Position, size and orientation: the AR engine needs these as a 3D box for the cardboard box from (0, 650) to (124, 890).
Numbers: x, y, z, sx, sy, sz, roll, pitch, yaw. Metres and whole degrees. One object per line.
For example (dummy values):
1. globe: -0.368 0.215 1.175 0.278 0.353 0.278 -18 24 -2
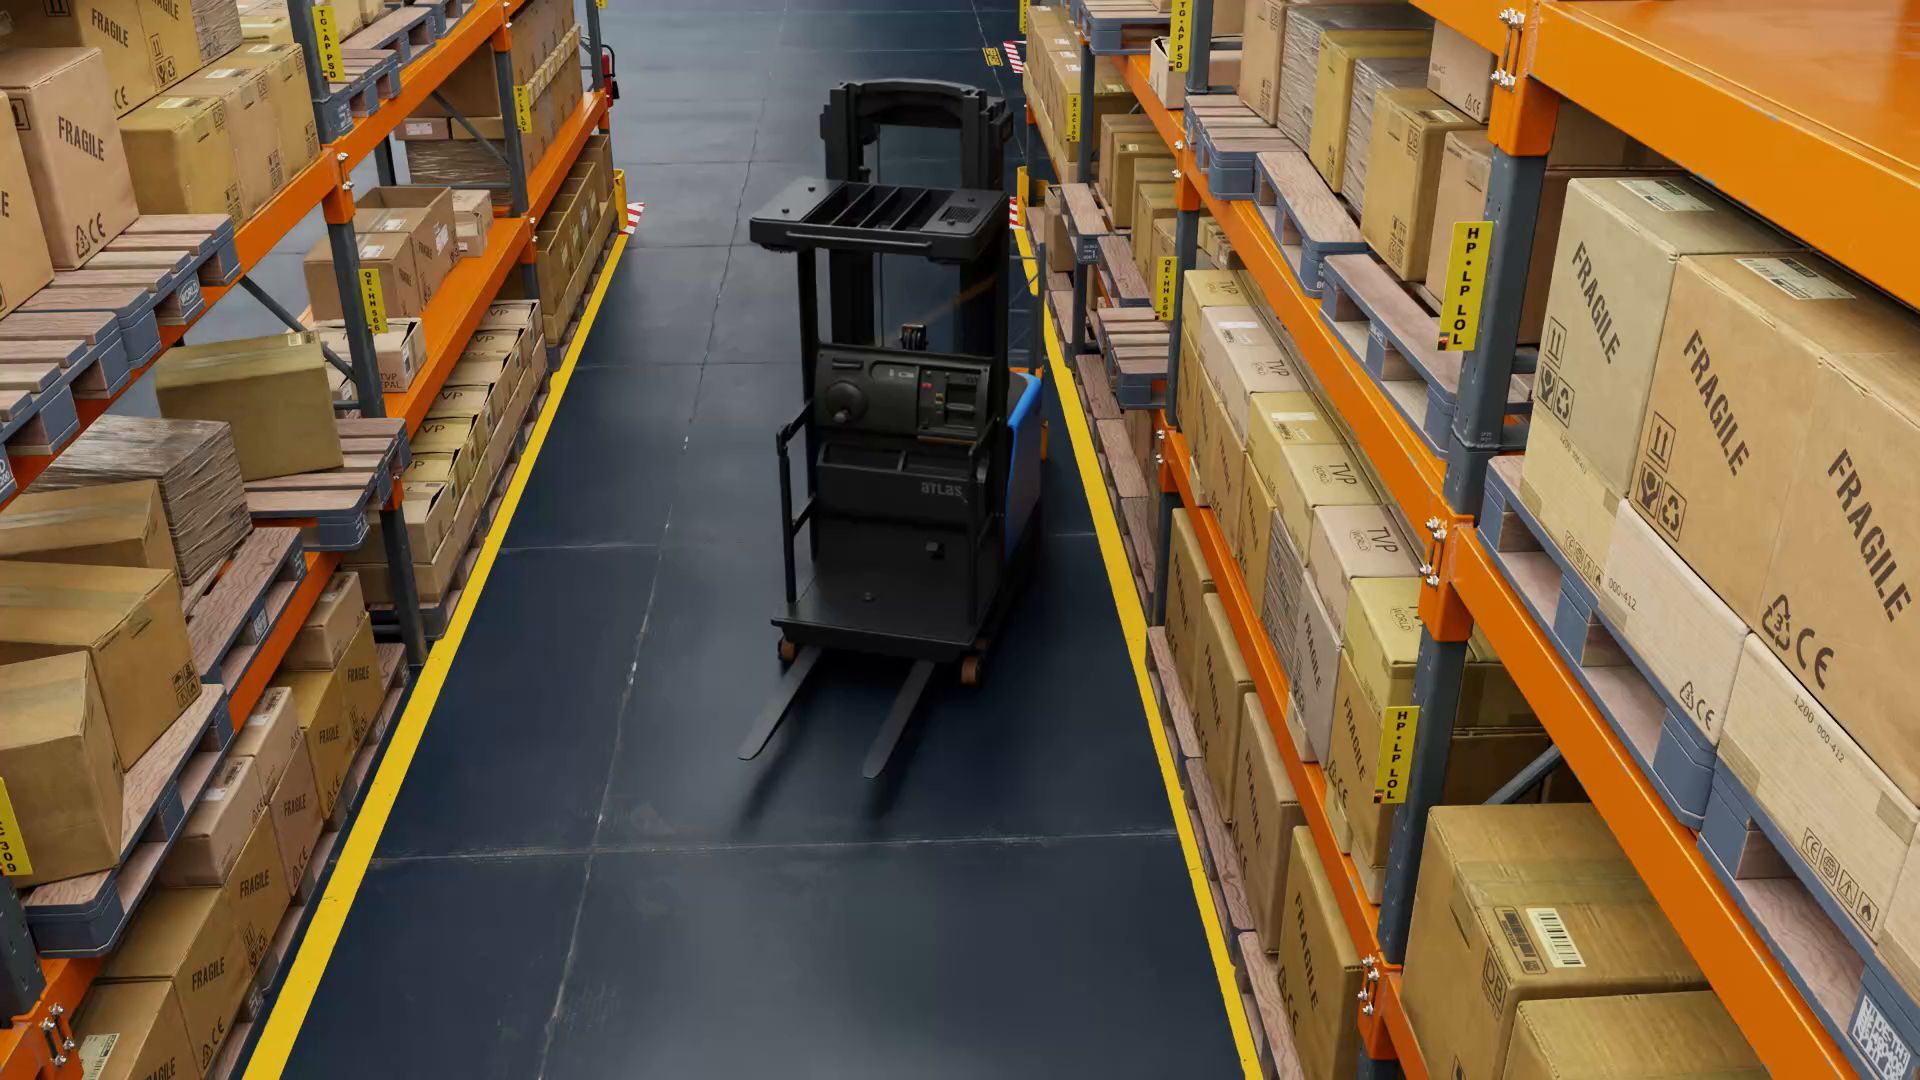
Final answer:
1. cardboard box: -2.978 0.734 5.037 0.700 0.500 0.500 -11 29 -20

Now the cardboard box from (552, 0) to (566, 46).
1. cardboard box: -3.756 -4.490 14.104 0.700 0.500 0.500 -2 28 -4

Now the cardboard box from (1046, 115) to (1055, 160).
1. cardboard box: 0.966 -3.243 13.365 0.500 0.250 0.500 -2 28 -3

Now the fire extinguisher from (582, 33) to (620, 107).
1. fire extinguisher: -3.345 -4.385 15.497 0.296 0.674 0.183 -1 28 -3

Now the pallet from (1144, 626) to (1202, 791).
1. pallet: 1.527 0.822 8.445 1.003 0.211 1.213 -1 28 -3

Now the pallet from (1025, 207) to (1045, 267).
1. pallet: 1.155 -2.827 15.442 1.003 0.211 1.213 -1 28 -3

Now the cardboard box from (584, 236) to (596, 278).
1. cardboard box: -3.390 -2.387 14.103 0.500 0.250 0.500 -1 28 -3

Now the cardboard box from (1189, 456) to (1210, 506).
1. cardboard box: 1.281 -0.279 7.790 0.380 0.149 0.250 -1 28 -1

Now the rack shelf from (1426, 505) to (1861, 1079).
1. rack shelf: 1.875 0.980 2.662 1.077 0.370 4.000 -1 28 -3

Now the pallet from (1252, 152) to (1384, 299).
1. pallet: 1.709 -1.214 6.294 1.003 0.211 1.213 0 28 0

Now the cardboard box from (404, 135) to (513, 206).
1. cardboard box: -3.624 -2.755 12.181 0.700 0.500 0.500 -2 28 -4

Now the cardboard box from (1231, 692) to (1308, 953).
1. cardboard box: 1.557 1.127 6.717 0.750 0.750 0.750 -1 28 -1

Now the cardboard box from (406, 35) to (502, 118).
1. cardboard box: -3.624 -3.330 11.881 0.700 0.500 0.500 -1 28 -2

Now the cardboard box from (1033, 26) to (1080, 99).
1. cardboard box: 0.905 -4.054 14.110 0.500 0.500 0.500 -2 28 -4

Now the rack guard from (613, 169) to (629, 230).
1. rack guard: -3.804 -3.256 15.952 1.175 0.500 0.348 -1 28 -3

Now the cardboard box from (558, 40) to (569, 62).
1. cardboard box: -3.553 -4.158 14.169 0.380 0.149 0.250 -1 28 -2

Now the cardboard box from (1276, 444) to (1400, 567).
1. cardboard box: 1.447 -0.132 5.997 0.500 0.250 0.500 -1 28 -2

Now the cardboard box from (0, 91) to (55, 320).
1. cardboard box: -3.187 -0.959 4.931 0.600 0.600 0.600 -2 28 -3

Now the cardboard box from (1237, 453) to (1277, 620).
1. cardboard box: 1.409 -0.023 6.599 0.500 0.500 0.500 -1 28 -1

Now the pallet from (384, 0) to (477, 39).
1. pallet: -3.535 -3.344 10.381 0.805 0.209 1.217 -2 28 -5

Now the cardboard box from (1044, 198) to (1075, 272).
1. cardboard box: 1.108 -2.636 14.288 0.700 0.500 0.500 -3 28 -6

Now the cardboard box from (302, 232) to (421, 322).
1. cardboard box: -3.489 -1.478 9.731 0.500 0.500 0.500 -3 28 -5

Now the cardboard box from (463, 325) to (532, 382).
1. cardboard box: -3.253 -1.301 11.414 0.500 0.311 0.500 -1 28 -1

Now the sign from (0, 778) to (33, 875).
1. sign: -2.635 0.788 4.559 0.100 0.325 0.005 -1 28 -3

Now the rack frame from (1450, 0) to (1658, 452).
1. rack frame: 1.770 -1.593 3.573 1.000 3.000 0.127 -1 28 -3

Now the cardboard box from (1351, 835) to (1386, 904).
1. cardboard box: 1.470 1.020 5.300 0.380 0.149 0.250 -1 28 -2

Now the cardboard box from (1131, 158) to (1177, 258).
1. cardboard box: 1.433 -2.069 10.390 0.700 0.500 0.500 2 28 4

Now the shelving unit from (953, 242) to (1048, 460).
1. shelving unit: 0.254 -1.013 10.571 0.587 1.500 1.083 3 28 5

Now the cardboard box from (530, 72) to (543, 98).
1. cardboard box: -3.486 -3.562 13.026 0.380 0.149 0.250 -2 28 -4

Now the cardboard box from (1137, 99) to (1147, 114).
1. cardboard box: 1.536 -3.124 12.326 0.500 0.500 0.500 -2 28 -4

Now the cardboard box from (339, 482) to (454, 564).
1. cardboard box: -3.119 -0.123 9.156 0.500 0.311 0.500 0 28 -1

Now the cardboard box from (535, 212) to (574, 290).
1. cardboard box: -3.340 -2.258 13.044 0.500 0.500 0.500 -1 28 -3

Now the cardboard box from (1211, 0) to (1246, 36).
1. cardboard box: 1.586 -2.766 8.932 0.797 0.503 0.637 2 28 5

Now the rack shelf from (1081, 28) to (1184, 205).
1. rack shelf: 1.457 -2.715 9.746 1.077 0.370 4.000 -1 28 -3

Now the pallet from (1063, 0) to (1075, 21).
1. pallet: 1.278 -3.586 10.842 1.213 0.211 1.003 -1 28 -3

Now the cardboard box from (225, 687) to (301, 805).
1. cardboard box: -3.037 0.847 6.800 0.500 0.250 0.500 -2 28 -4

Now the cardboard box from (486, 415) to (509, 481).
1. cardboard box: -3.206 -0.584 10.645 0.500 0.250 0.500 -1 28 -2

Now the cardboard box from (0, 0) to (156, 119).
1. cardboard box: -3.316 -1.804 6.032 0.500 0.500 0.500 -1 28 -3

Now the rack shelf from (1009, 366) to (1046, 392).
1. rack shelf: 0.254 -0.858 10.662 0.538 0.185 1.000 3 28 5

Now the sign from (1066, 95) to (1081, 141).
1. sign: 0.811 -2.995 11.812 0.100 0.325 0.005 -1 28 -3

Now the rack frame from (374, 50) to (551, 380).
1. rack frame: -3.594 -2.506 11.811 1.000 3.000 0.127 -1 28 -3

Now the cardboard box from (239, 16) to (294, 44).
1. cardboard box: -3.465 -2.317 7.912 0.500 0.250 0.500 -3 28 -6

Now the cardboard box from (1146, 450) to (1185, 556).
1. cardboard box: 1.472 -0.198 9.613 0.700 0.500 0.500 -1 28 -2

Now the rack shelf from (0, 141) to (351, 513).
1. rack shelf: -3.281 -0.746 5.971 1.077 0.370 4.000 -1 28 -3

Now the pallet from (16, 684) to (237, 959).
1. pallet: -3.109 0.902 5.485 1.003 0.211 1.213 -1 28 -3

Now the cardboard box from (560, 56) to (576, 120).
1. cardboard box: -3.759 -3.939 14.451 0.700 0.500 0.500 -1 28 -1

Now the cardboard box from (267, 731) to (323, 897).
1. cardboard box: -3.042 1.162 7.006 0.500 0.500 0.500 -2 28 -5

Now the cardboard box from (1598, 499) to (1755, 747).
1. cardboard box: 1.555 0.134 3.105 0.500 0.250 0.500 -2 28 -4

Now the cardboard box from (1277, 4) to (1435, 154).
1. cardboard box: 1.724 -1.883 6.790 0.700 0.500 0.500 -3 28 -5

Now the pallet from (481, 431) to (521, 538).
1. pallet: -3.450 -0.366 10.723 1.003 0.211 1.213 -1 28 -3

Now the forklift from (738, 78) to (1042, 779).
1. forklift: -0.353 -0.720 8.461 1.130 2.935 3.031 7 28 12

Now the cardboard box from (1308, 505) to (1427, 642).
1. cardboard box: 1.473 0.104 5.545 0.500 0.250 0.500 -1 28 -2
